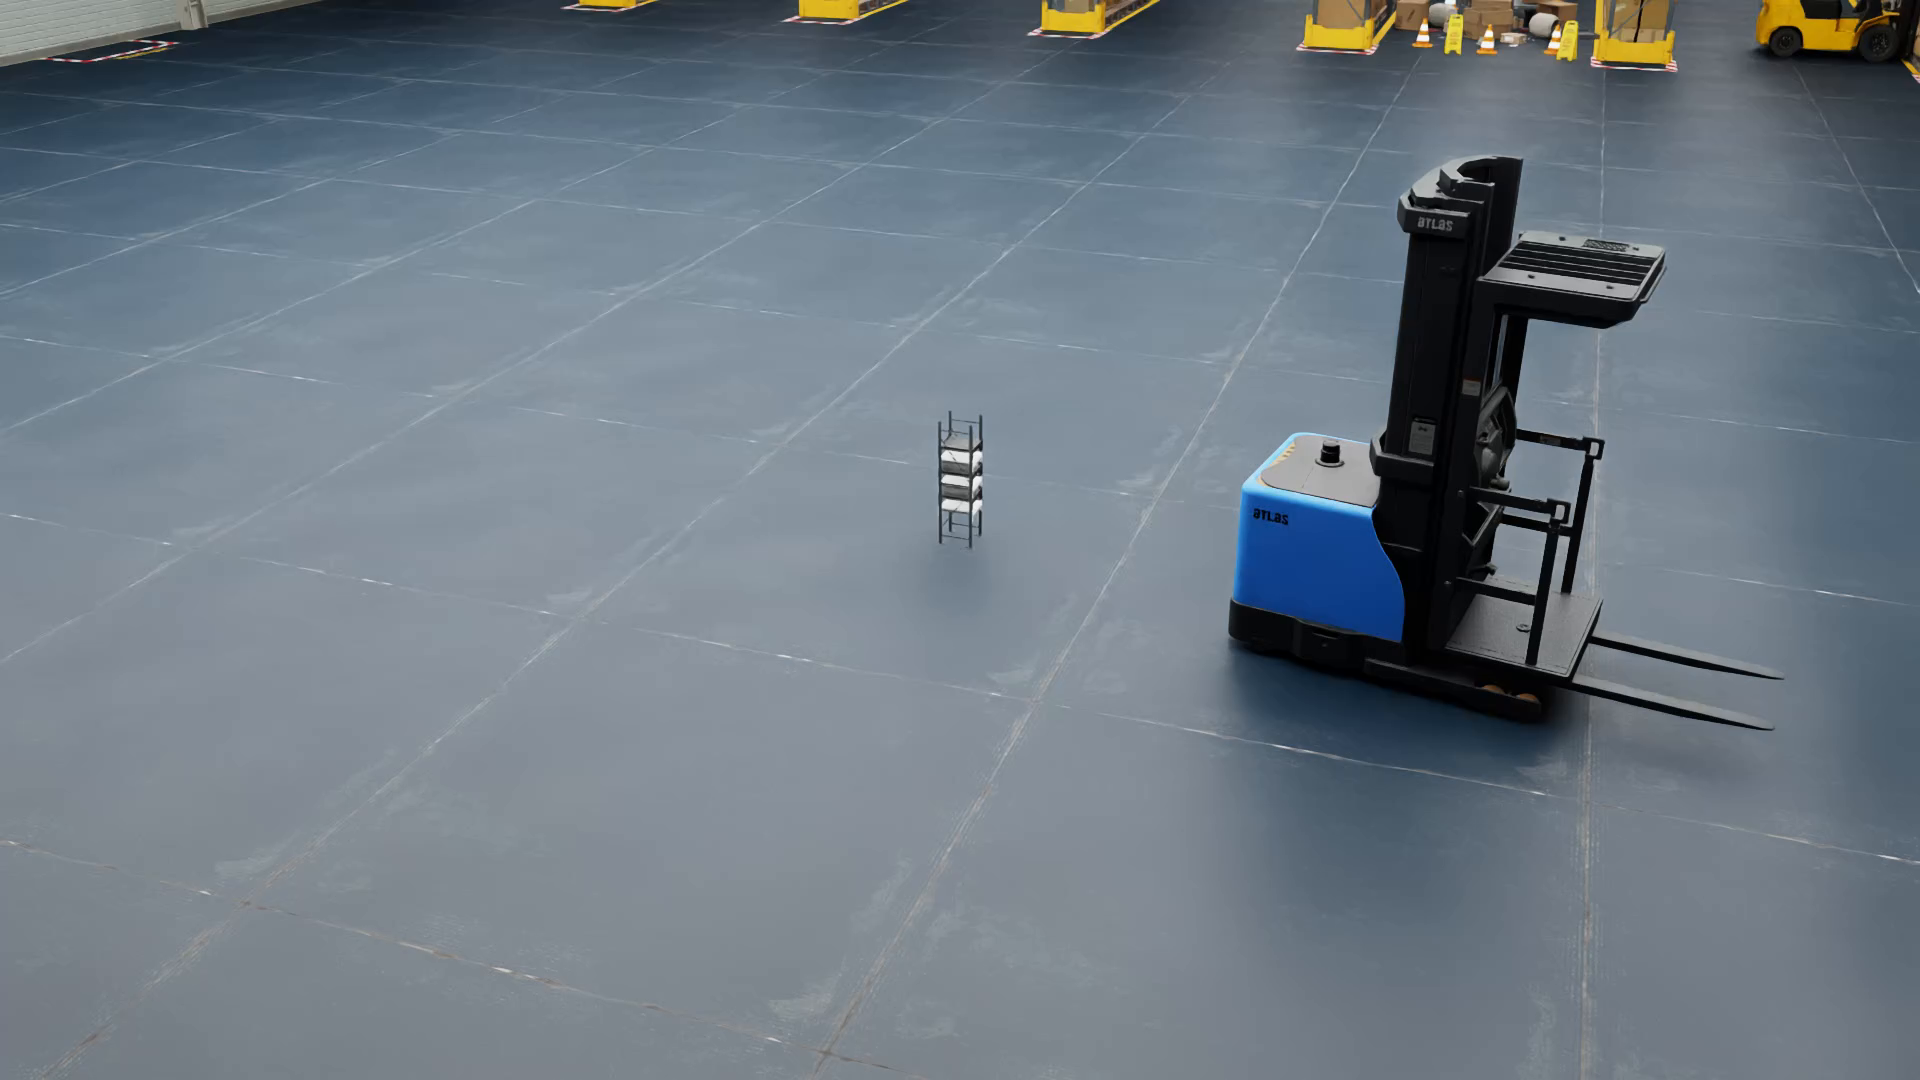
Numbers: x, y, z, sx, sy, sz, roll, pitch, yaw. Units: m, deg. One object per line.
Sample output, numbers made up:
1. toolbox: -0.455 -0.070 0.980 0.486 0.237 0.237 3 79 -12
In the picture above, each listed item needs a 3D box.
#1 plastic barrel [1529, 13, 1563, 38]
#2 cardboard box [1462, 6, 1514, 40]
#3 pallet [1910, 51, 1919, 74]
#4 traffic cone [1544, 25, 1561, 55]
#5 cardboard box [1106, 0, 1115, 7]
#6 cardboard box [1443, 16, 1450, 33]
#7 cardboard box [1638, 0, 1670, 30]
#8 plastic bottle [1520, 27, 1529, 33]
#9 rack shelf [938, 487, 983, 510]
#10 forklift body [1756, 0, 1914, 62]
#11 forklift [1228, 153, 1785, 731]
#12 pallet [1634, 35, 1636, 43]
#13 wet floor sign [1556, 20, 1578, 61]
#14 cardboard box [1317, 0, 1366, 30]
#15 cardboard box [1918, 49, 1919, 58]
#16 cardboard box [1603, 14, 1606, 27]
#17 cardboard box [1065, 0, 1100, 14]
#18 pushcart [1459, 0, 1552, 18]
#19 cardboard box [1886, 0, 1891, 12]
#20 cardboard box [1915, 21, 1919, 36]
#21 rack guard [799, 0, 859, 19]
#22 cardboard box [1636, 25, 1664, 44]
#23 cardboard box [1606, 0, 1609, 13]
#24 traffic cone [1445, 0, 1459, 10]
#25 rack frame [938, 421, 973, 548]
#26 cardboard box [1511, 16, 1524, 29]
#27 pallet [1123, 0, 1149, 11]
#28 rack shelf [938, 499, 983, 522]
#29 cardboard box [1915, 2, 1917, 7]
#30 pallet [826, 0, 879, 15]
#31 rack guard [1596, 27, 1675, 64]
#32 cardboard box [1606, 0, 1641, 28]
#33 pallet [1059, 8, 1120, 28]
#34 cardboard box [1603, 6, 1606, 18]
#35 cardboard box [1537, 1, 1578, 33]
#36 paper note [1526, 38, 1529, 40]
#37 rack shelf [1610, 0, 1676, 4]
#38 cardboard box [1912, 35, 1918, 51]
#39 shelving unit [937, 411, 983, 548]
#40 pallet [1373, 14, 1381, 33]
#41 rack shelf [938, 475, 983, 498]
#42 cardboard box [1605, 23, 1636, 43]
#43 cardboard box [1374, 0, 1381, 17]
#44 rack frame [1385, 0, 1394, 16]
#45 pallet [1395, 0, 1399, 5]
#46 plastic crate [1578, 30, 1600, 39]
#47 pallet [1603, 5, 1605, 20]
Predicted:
1. plastic barrel: 10.708 -9.403 30.409 0.421 0.421 0.512 -14 29 -27
2. cardboard box: 9.646 -9.460 30.434 0.797 0.503 0.637 -9 27 -18
3. pallet: 16.346 -7.842 27.427 1.003 0.211 1.213 9 27 17
4. traffic cone: 10.375 -8.717 28.946 0.336 0.463 0.334 9 27 17
5. cardboard box: 2.720 -10.755 32.631 0.500 0.500 0.500 11 28 22
6. cardboard box: 9.243 -9.611 31.018 0.396 0.266 0.258 14 29 26
7. cardboard box: 11.985 -9.085 28.608 0.500 0.500 0.500 8 27 16
8. plastic bottle: 10.582 -9.557 31.143 0.133 0.061 0.283 14 29 26
9. rack shelf: 0.003 -0.297 11.338 0.258 0.077 0.200 9 27 17
10. forklift body: 15.041 -9.438 28.499 2.313 2.155 1.214 9 27 17
11. forklift: 3.175 -0.552 9.251 3.031 2.935 1.130 14 29 26
12. pallet: 11.778 -8.600 28.992 1.003 0.211 1.213 9 27 17
13. wet floor sign: 10.377 -8.512 28.314 0.267 0.644 0.232 20 32 35
14. cardboard box: 6.911 -9.692 30.005 0.875 0.875 0.875 9 27 18
15. cardboard box: 15.989 -7.967 27.159 0.500 0.250 0.500 9 27 18
16. cardboard box: 11.813 -9.245 29.799 0.500 0.250 0.500 8 27 16
17. cardboard box: 2.327 -10.250 31.588 0.500 0.500 0.500 14 29 27
18. pushcart: 10.613 -10.268 32.248 1.648 0.377 0.936 0 26 -1
19. cardboard box: 17.890 -10.074 31.081 0.875 0.625 0.625 8 27 17
20. cardboard box: 16.327 -8.618 27.930 0.500 0.250 0.500 8 27 16
21. rack guard: -2.586 -10.563 32.716 1.175 0.500 0.348 9 27 17
22. cardboard box: 11.978 -8.737 28.751 0.500 0.250 0.500 9 27 17
23. cardboard box: 11.814 -9.572 29.614 0.500 0.500 0.500 8 27 16
24. traffic cone: 9.949 -11.005 33.672 0.336 0.463 0.334 9 27 17
25. rack frame: -0.031 -0.367 11.198 0.240 0.900 0.006 9 27 17
26. cardboard box: 10.485 -9.884 31.584 0.258 0.266 0.396 -9 27 -18
27. pallet: 3.245 -11.039 34.032 1.003 0.211 1.213 9 27 17
28. rack shelf: 0.003 -0.216 11.377 0.258 0.077 0.200 9 27 17
29. cardboard box: 16.489 -9.039 28.226 0.500 0.250 0.500 8 27 16
30. pallet: -2.311 -10.766 33.467 1.003 0.211 1.213 9 27 17
31. rack guard: 11.474 -8.401 28.251 1.175 0.500 0.348 9 27 17
32. cardboard box: 11.469 -9.151 28.744 0.500 0.500 0.500 9 27 18
33. pallet: 2.433 -10.037 31.961 1.003 0.211 1.213 9 27 17
34. cardboard box: 12.329 -9.887 31.124 0.500 0.250 0.500 7 27 15
35. cardboard box: 11.140 -9.771 31.079 0.500 0.500 0.500 -14 29 -27
36. paper note: 10.310 -9.158 30.365 0.148 0.019 0.142 20 32 35
37. rack shelf: 12.114 -9.993 29.496 1.077 0.370 4.000 9 27 17
38. cardboard box: 16.339 -8.374 28.000 0.500 0.250 0.500 9 27 18
39. shelving unit: 0.003 -0.408 11.284 0.258 0.900 0.210 9 27 17
40. pallet: 7.347 -9.755 31.380 1.003 0.211 1.213 9 27 17
41. rack shelf: 0.003 -0.378 11.299 0.258 0.077 0.200 9 27 17
42. cardboard box: 11.472 -8.827 28.936 0.500 0.250 0.500 9 27 17
43. cardboard box: 7.507 -10.428 31.526 0.875 0.875 0.875 9 27 18
44. rack frame: 8.078 -11.815 32.433 1.000 3.000 0.127 9 27 17
45. pallet: 8.668 -11.391 34.757 1.003 0.211 1.213 9 27 17
46. plastic crate: 11.484 -9.298 30.586 0.402 0.080 0.583 0 26 -1
47. pallet: 13.038 -10.203 32.305 1.003 0.211 1.213 9 27 17
